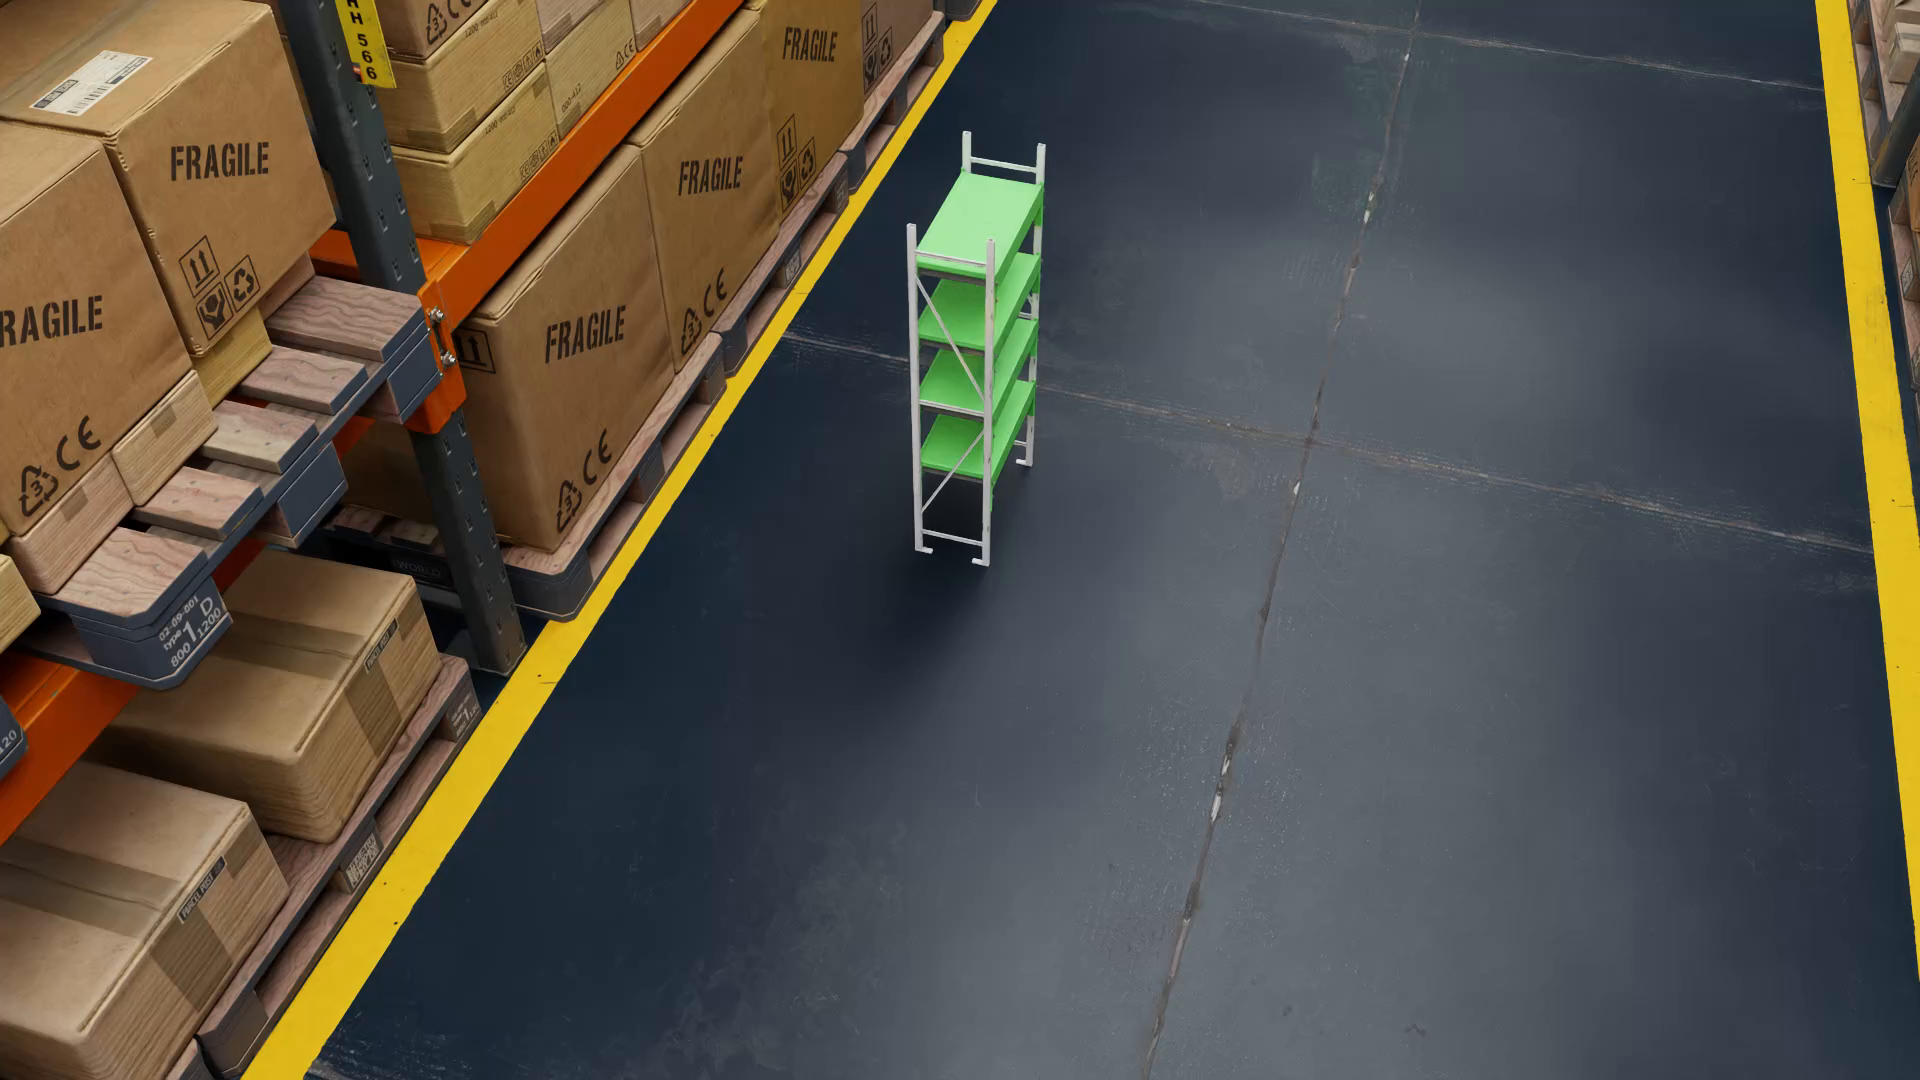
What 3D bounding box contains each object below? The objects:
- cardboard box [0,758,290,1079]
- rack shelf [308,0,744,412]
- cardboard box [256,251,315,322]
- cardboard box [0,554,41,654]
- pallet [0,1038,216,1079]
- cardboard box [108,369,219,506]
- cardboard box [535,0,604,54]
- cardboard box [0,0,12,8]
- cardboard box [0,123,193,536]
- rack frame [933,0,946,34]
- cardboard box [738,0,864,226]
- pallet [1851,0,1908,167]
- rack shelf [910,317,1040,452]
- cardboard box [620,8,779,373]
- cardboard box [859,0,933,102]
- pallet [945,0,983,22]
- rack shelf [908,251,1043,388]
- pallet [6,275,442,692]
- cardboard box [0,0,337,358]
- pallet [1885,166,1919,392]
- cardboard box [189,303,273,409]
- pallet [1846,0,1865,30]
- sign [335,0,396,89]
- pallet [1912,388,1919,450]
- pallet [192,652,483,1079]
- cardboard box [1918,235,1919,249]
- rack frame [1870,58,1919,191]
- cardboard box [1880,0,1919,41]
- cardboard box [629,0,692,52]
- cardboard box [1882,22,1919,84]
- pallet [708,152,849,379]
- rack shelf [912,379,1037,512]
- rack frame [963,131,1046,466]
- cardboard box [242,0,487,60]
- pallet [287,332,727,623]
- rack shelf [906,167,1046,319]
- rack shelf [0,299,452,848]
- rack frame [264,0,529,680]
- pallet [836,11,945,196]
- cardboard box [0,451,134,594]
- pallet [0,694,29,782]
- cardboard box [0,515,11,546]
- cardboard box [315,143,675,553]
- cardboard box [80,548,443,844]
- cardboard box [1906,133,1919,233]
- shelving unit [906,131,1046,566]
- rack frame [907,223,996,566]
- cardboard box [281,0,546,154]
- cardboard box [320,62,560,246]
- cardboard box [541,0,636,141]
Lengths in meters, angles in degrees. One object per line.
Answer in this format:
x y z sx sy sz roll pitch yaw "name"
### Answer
-2.168 0.843 3.822 0.950 0.372 0.625 12 46 12 "cardboard box"
-1.166 -1.890 5.551 1.077 0.370 4.000 13 46 13 "rack shelf"
-1.647 -0.606 3.604 0.380 0.149 0.250 14 46 14 "cardboard box"
-1.847 0.118 2.864 0.380 0.149 0.250 13 46 13 "cardboard box"
-2.381 1.514 3.552 1.003 0.211 1.213 13 46 13 "pallet"
-1.693 -0.234 3.224 0.380 0.149 0.250 12 46 12 "cardboard box"
-1.226 -1.569 4.458 0.500 0.250 0.500 14 46 13 "cardboard box"
-2.129 -0.855 3.395 0.500 0.500 0.500 11 46 11 "cardboard box"
-1.791 -0.397 2.927 0.500 0.500 0.500 12 46 12 "cardboard box"
-0.561 -3.480 6.662 1.000 3.000 0.127 13 46 13 "rack frame"
-0.938 -1.837 6.201 0.875 0.875 0.875 14 46 14 "cardboard box"
4.380 -1.892 7.033 1.003 0.211 1.213 13 46 13 "pallet"
0.050 -0.494 4.988 0.258 0.148 0.480 13 46 13 "rack shelf"
-1.209 -1.241 5.592 0.875 0.875 0.875 13 46 13 "cardboard box"
-0.672 -2.440 6.818 0.875 0.875 0.875 14 46 14 "cardboard box"
-0.256 -2.974 8.138 1.003 0.211 1.213 13 46 13 "pallet"
0.050 -0.665 4.820 0.258 0.148 0.480 13 46 13 "rack shelf"
-1.886 -0.248 3.495 1.213 0.211 1.003 13 46 13 "pallet"
-1.645 -0.744 3.281 0.500 0.500 0.500 11 46 11 "cardboard box"
3.961 -0.884 6.003 1.003 0.211 1.213 13 46 13 "pallet"
-1.659 -0.412 3.405 0.380 0.149 0.250 13 46 13 "cardboard box"
4.748 -2.708 7.866 1.003 0.211 1.213 13 46 13 "pallet"
-1.252 -1.091 3.449 0.100 0.325 0.005 13 46 13 "sign"
3.593 -0.068 5.169 1.003 0.211 1.213 13 46 13 "pallet"
-2.010 0.703 4.380 1.003 0.211 1.213 13 46 13 "pallet"
3.658 -1.056 5.671 0.500 0.500 0.500 12 46 12 "cardboard box"
4.171 -2.431 5.590 1.000 3.000 0.127 13 46 13 "rack frame"
4.168 -2.276 7.085 0.396 0.266 0.258 14 46 14 "cardboard box"
-1.081 -1.728 4.978 0.500 0.250 0.500 14 46 14 "cardboard box"
4.060 -1.996 6.883 0.380 0.149 0.250 11 45 11 "cardboard box"
-1.090 -1.137 6.261 1.003 0.211 1.213 13 46 13 "pallet"
0.050 -0.322 5.156 0.258 0.148 0.480 13 46 13 "rack shelf"
0.124 -0.702 5.109 0.240 1.200 0.015 13 46 13 "rack frame"
-1.389 -1.484 3.835 0.500 0.500 0.500 11 45 11 "cardboard box"
-1.461 -0.327 5.433 1.003 0.211 1.213 13 46 13 "pallet"
0.050 -0.837 4.652 0.258 0.148 0.480 13 46 13 "rack shelf"
-2.378 0.776 2.826 1.077 0.370 4.000 13 46 13 "rack shelf"
-1.772 -0.814 3.937 1.000 3.000 0.127 13 46 13 "rack frame"
-0.722 -1.953 7.095 1.003 0.211 1.213 13 46 13 "pallet"
-1.777 -0.068 3.054 0.380 0.149 0.250 11 45 11 "cardboard box"
-2.332 0.583 2.647 1.003 0.211 1.213 13 46 13 "pallet"
-1.942 -0.060 2.583 0.500 0.500 0.500 10 45 10 "cardboard box"
-1.484 -0.647 4.986 0.875 0.875 0.875 12 46 12 "cardboard box"
-1.952 0.350 4.326 0.950 0.372 0.625 10 45 10 "cardboard box"
3.810 -1.413 6.036 0.500 0.500 0.500 14 46 14 "cardboard box"
0.050 -0.539 4.943 0.258 1.200 0.503 13 46 13 "shelving unit"
-0.024 -0.377 4.777 0.240 1.200 0.015 13 46 13 "rack frame"
-1.383 -1.224 4.106 0.500 0.250 0.500 12 46 12 "cardboard box"
-1.384 -1.033 4.268 0.500 0.250 0.500 12 46 12 "cardboard box"
-1.245 -1.379 4.622 0.500 0.250 0.500 11 46 11 "cardboard box"
